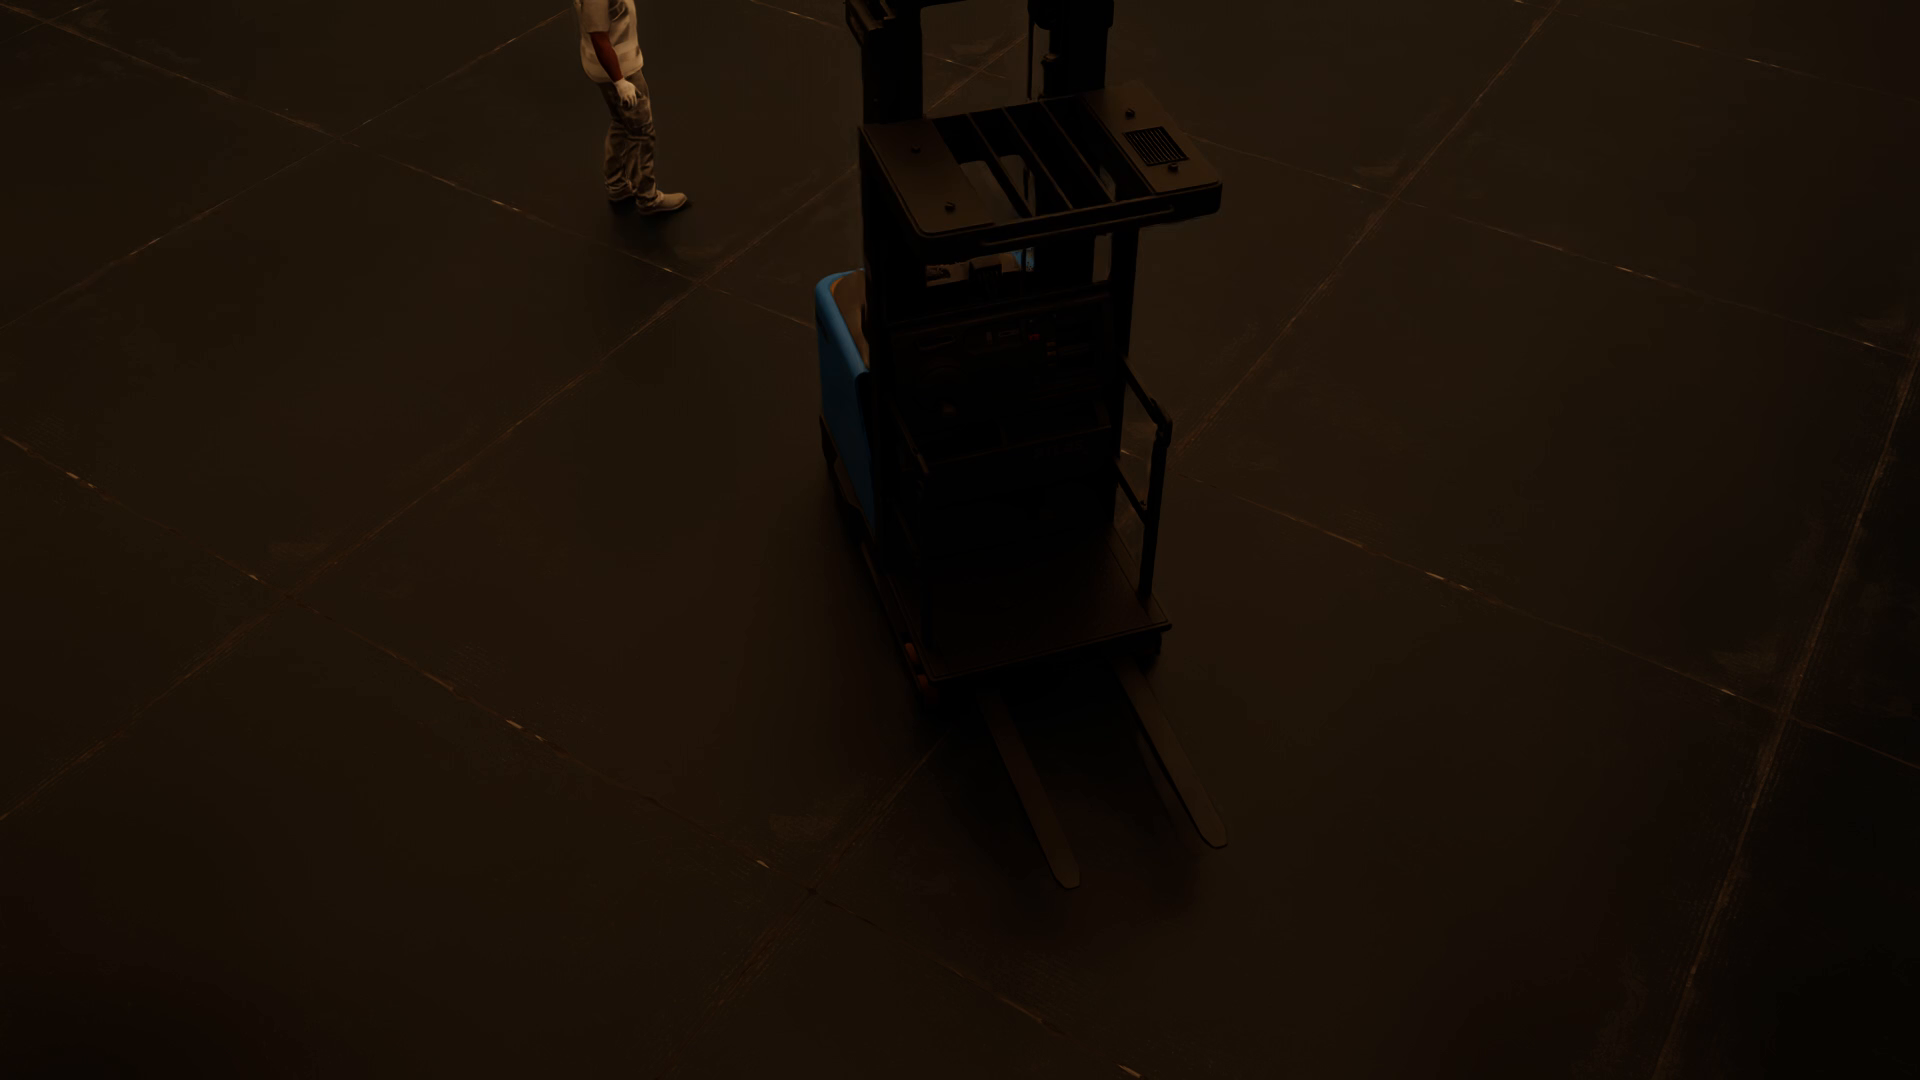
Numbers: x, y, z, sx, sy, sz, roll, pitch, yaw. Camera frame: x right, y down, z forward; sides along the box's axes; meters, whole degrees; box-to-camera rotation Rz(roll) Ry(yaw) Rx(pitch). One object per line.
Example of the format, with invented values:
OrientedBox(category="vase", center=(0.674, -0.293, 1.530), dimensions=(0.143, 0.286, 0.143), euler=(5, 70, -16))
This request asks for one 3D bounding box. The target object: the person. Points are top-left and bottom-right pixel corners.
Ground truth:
OrientedBox(category="person", center=(-1.930, -2.731, 9.568), dimensions=(0.457, 1.781, 0.733), euler=(-17, 46, -17))

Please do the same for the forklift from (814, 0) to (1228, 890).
OrientedBox(category="forklift", center=(0.247, -0.644, 6.528), dimensions=(1.130, 2.935, 3.031), euler=(-13, 45, -13))
